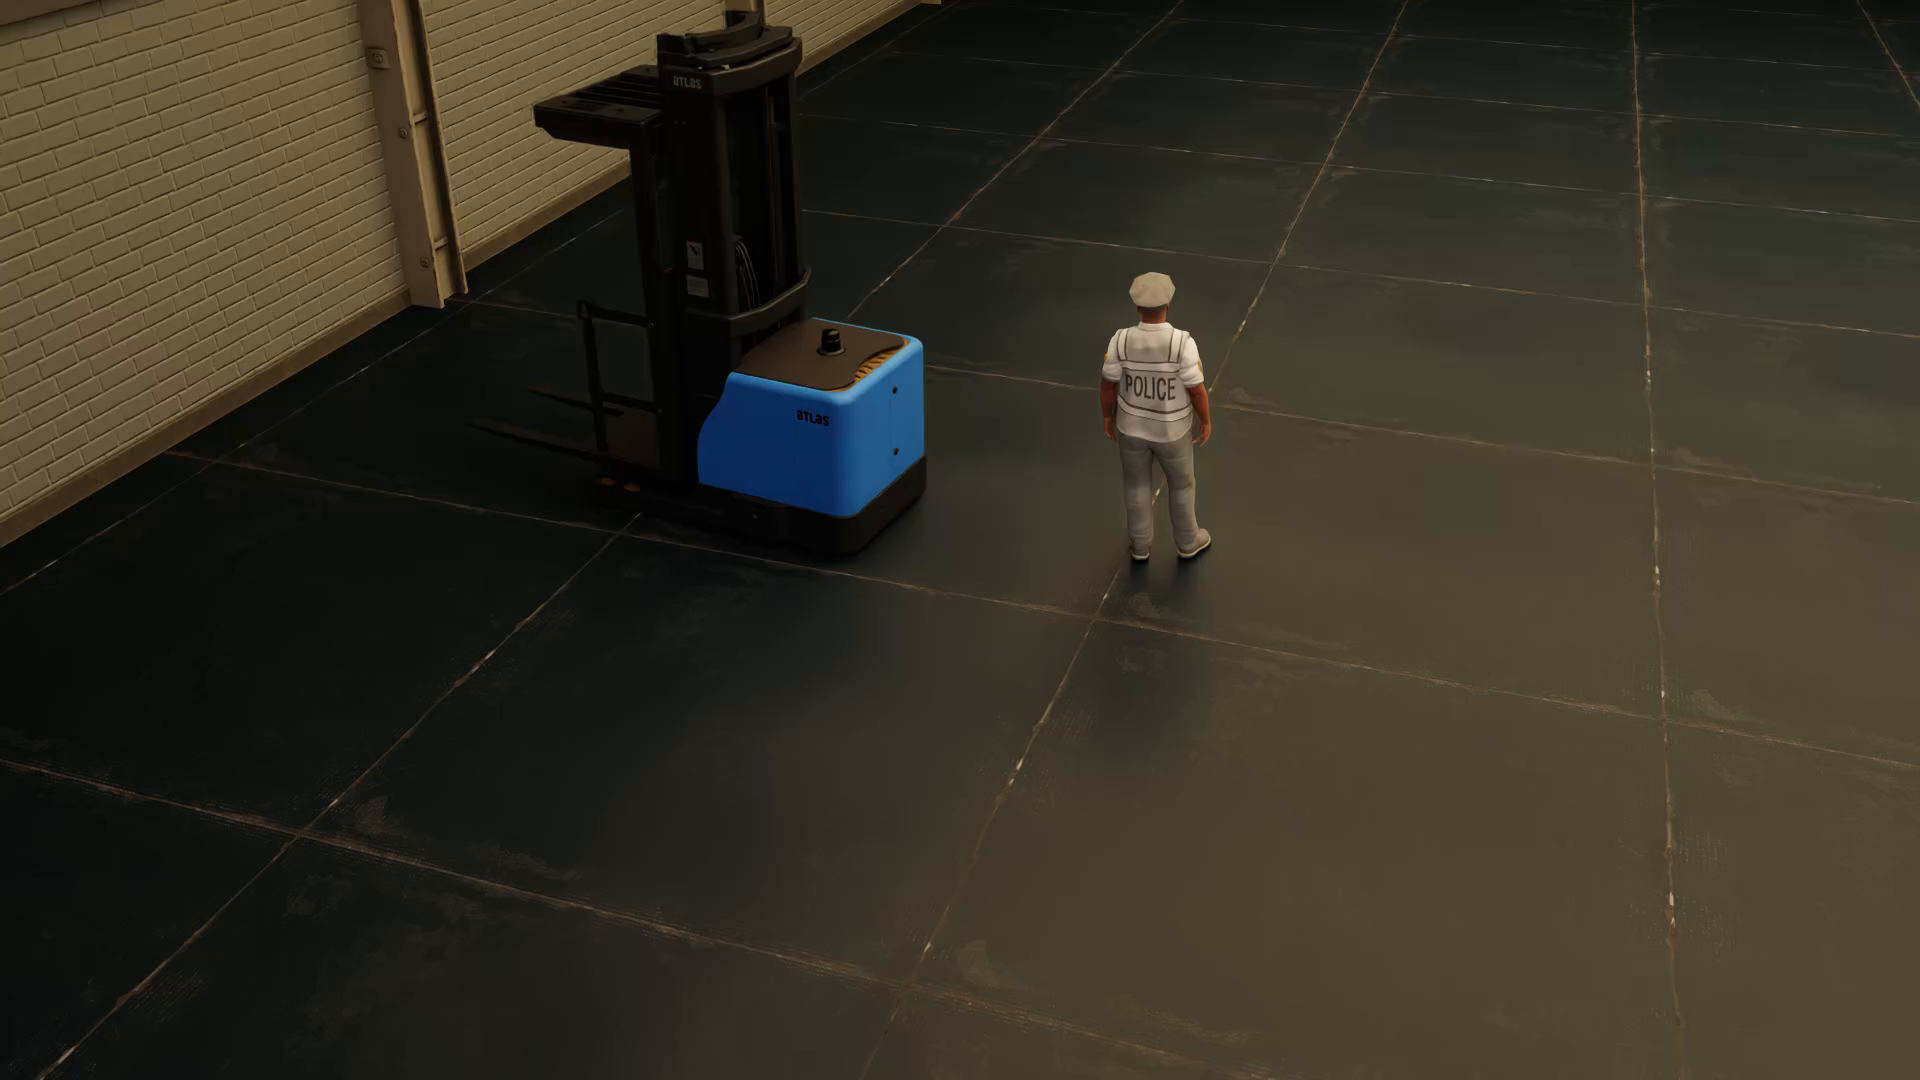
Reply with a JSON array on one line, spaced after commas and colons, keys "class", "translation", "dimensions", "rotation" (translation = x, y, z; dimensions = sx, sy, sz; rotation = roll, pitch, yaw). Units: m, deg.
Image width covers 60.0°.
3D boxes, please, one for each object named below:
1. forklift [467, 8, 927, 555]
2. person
[{"class": "forklift", "translation": [-1.764, -1.677, 10.078], "dimensions": [3.031, 2.935, 1.130], "rotation": [14, 32, 23]}, {"class": "person", "translation": [1.139, -0.707, 9.521], "dimensions": [0.644, 1.781, 0.574], "rotation": [10, 31, 16]}]
